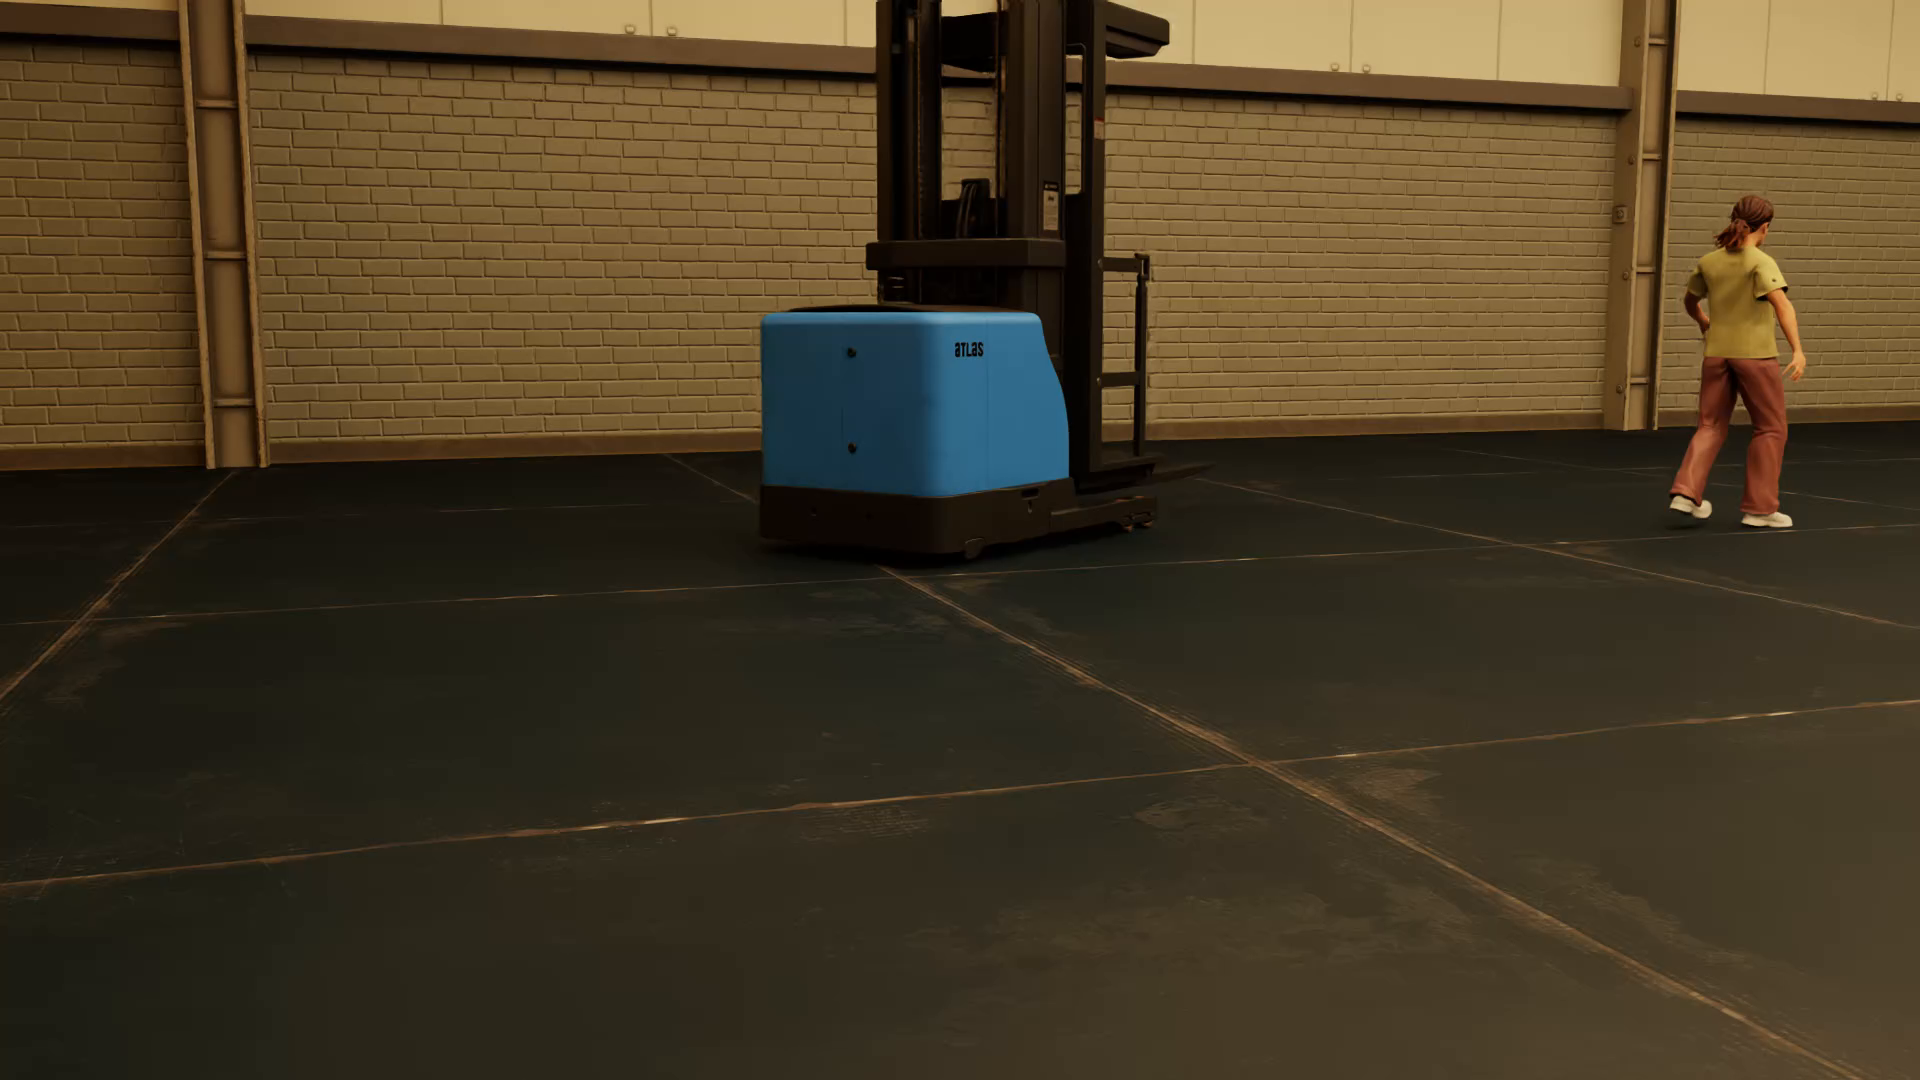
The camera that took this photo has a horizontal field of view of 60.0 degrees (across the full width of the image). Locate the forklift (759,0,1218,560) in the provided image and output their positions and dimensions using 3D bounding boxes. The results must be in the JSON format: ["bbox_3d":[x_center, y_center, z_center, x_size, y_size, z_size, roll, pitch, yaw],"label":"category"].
[{"bbox_3d":[0.342,-1.525,8.257,1.130,2.935,3.031,5,9,34],"label":"forklift"}]

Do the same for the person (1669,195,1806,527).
[{"bbox_3d":[3.907,-0.882,8.307,0.700,1.659,0.837,-5,9,-32],"label":"person"}]
